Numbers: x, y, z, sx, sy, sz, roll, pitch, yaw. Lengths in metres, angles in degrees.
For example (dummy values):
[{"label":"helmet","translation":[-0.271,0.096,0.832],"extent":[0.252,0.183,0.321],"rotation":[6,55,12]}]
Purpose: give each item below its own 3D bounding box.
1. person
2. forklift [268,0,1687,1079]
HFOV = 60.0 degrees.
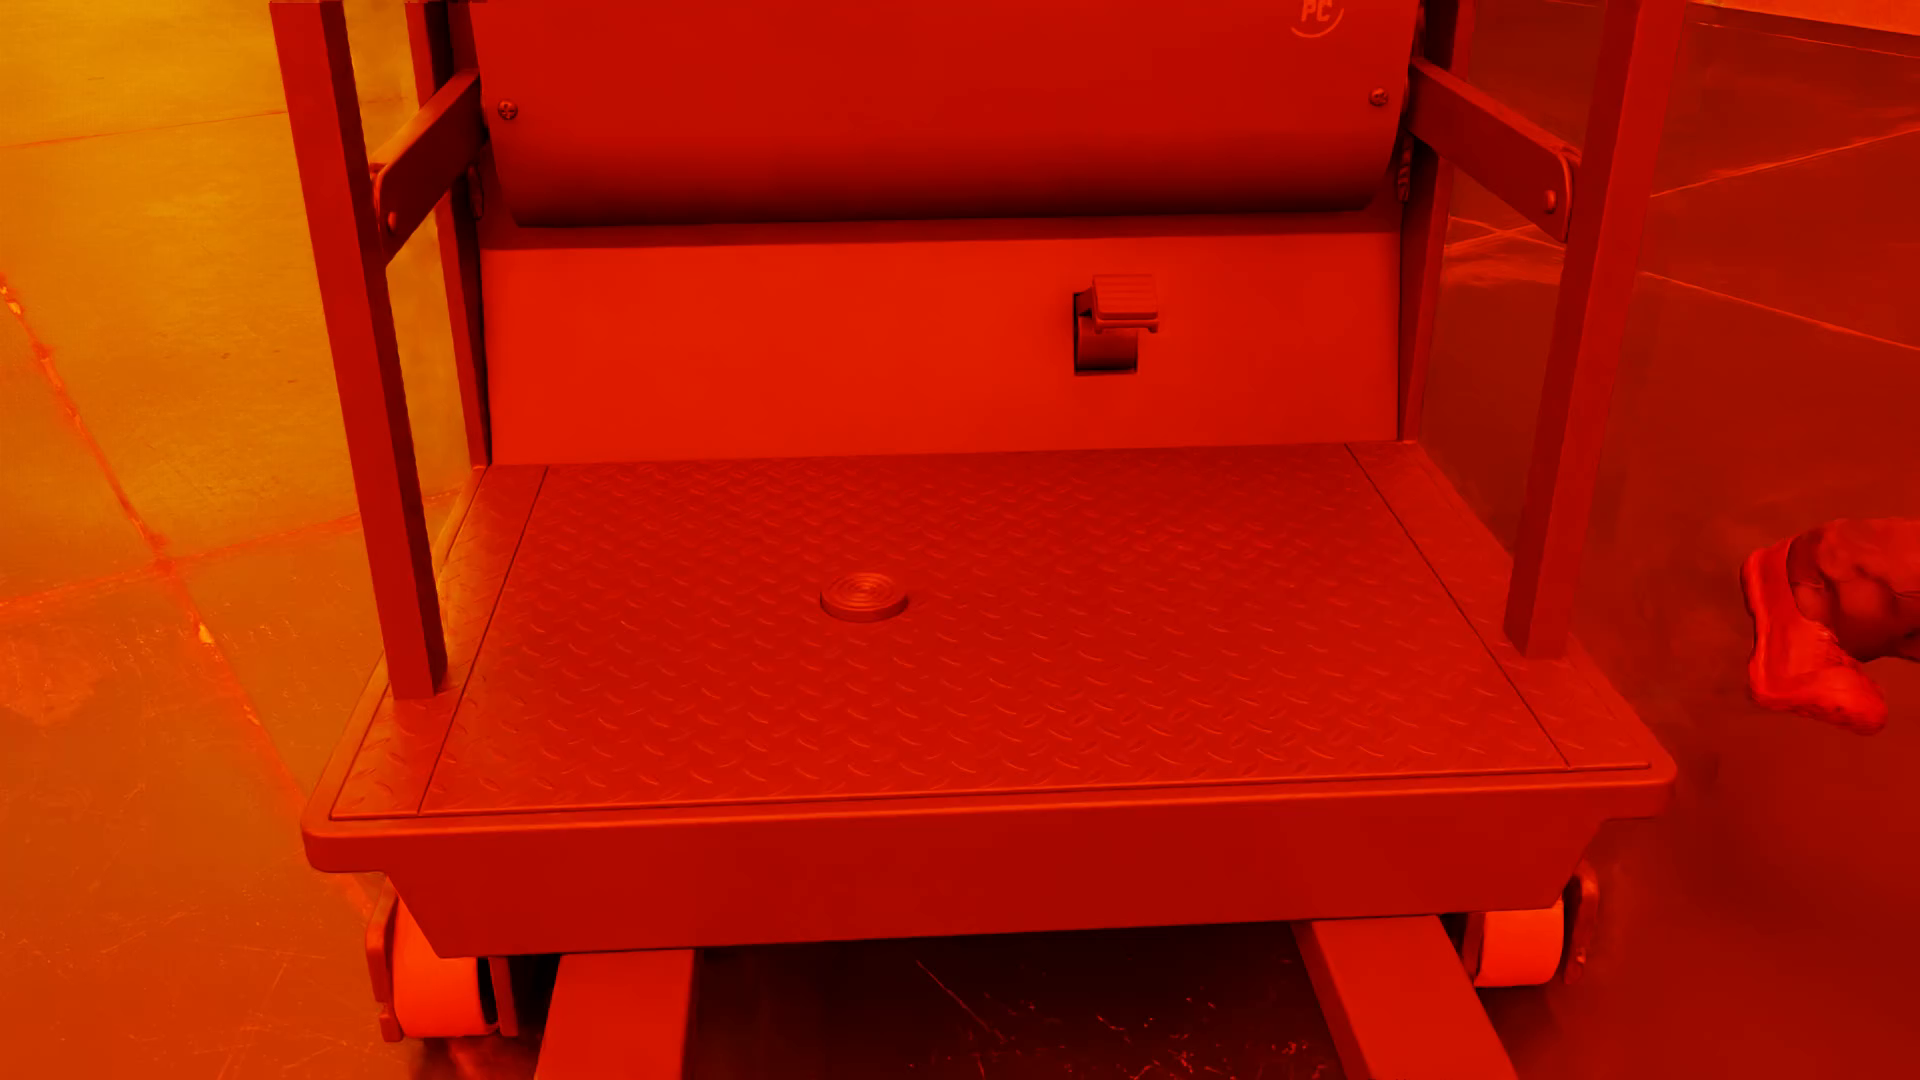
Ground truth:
[{"label":"person","translation":[0.963,-0.208,1.118],"extent":[0.836,1.428,1.066],"rotation":[6,27,12]},{"label":"forklift","translation":[0.006,-0.996,1.217],"extent":[1.130,2.935,3.031],"rotation":[-2,27,-3]}]
